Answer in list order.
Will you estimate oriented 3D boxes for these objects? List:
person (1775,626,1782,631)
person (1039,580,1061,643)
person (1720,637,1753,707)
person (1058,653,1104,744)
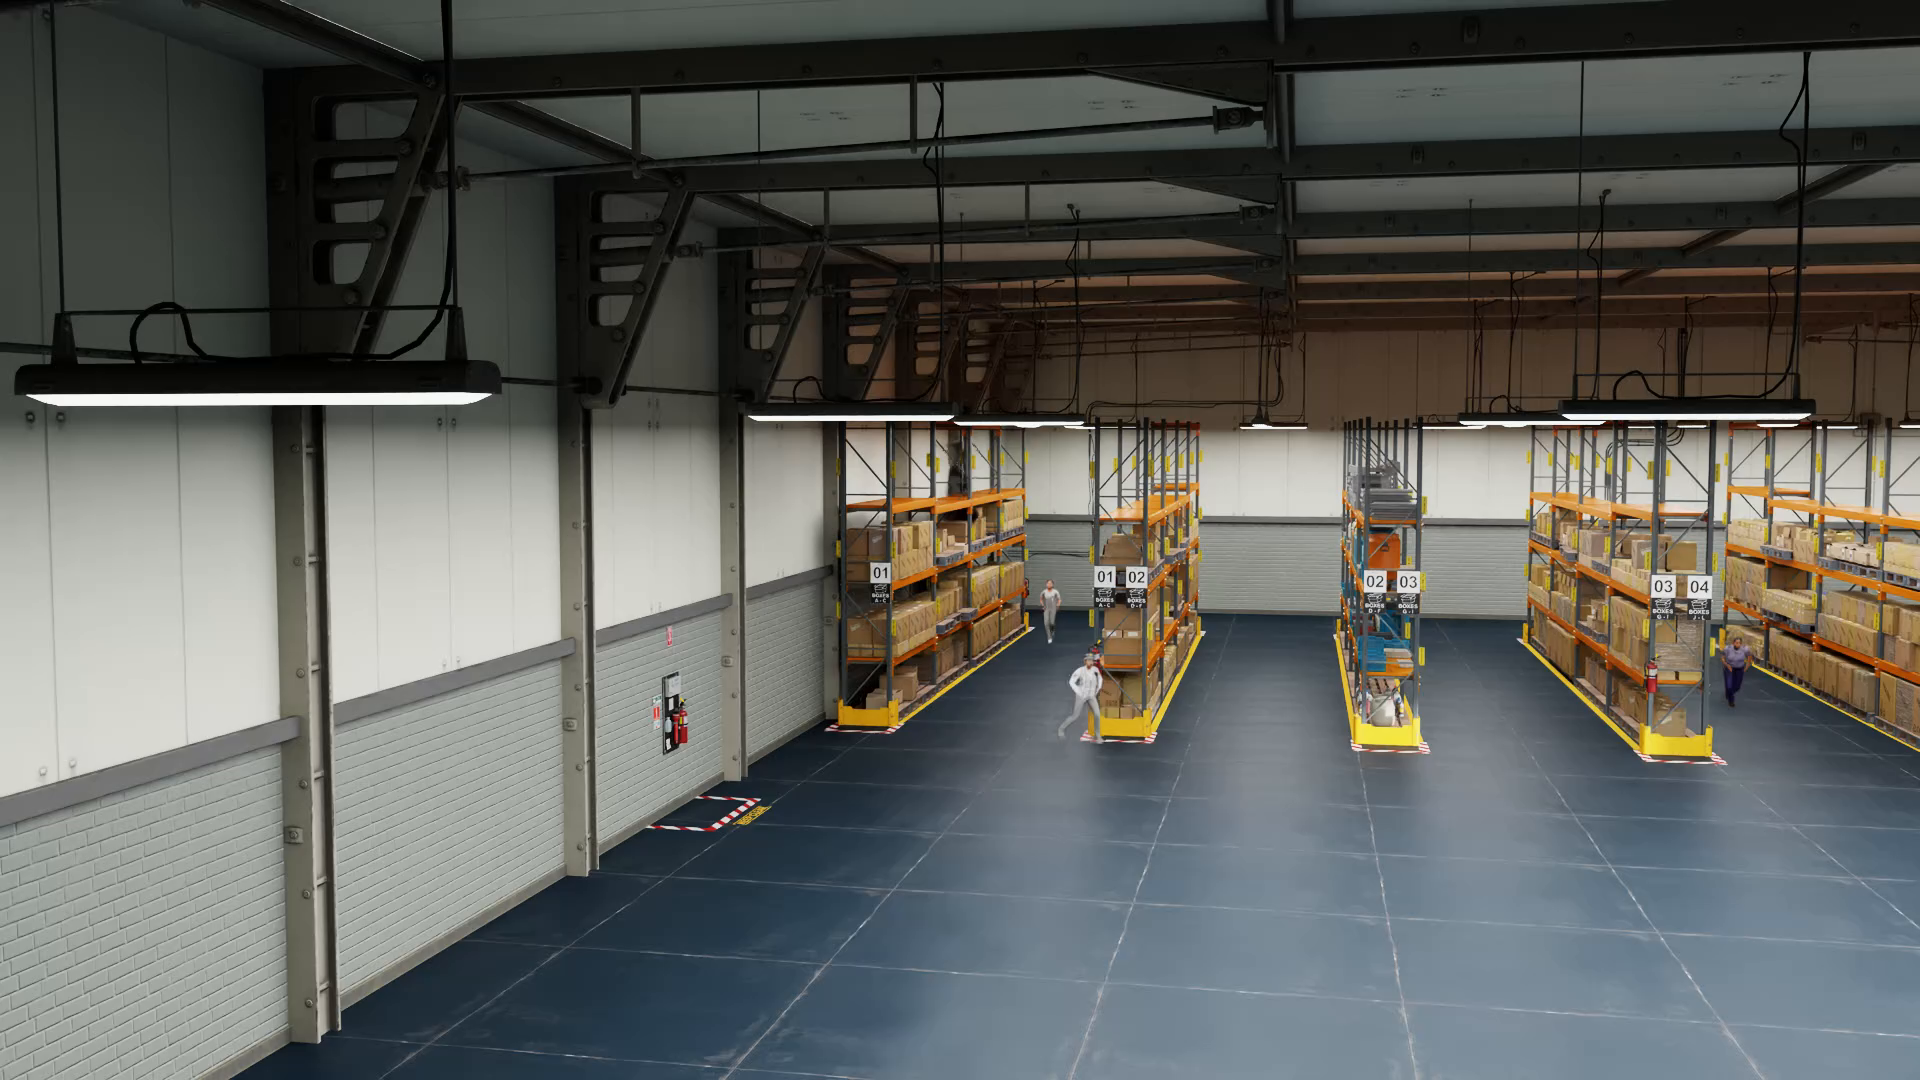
[{"bbox_3d":[22.542,1.988,45.224,0.762,1.695,0.581,-1,4,-10],"label":"person"},{"bbox_3d":[2.326,1.841,43.049,0.566,1.621,0.528,1,4,9],"label":"person"},{"bbox_3d":[16.194,2.740,34.712,0.628,1.508,0.778,1,4,14],"label":"person"},{"bbox_3d":[2.290,2.916,30.765,0.841,1.688,0.713,-2,4,-25],"label":"person"}]
